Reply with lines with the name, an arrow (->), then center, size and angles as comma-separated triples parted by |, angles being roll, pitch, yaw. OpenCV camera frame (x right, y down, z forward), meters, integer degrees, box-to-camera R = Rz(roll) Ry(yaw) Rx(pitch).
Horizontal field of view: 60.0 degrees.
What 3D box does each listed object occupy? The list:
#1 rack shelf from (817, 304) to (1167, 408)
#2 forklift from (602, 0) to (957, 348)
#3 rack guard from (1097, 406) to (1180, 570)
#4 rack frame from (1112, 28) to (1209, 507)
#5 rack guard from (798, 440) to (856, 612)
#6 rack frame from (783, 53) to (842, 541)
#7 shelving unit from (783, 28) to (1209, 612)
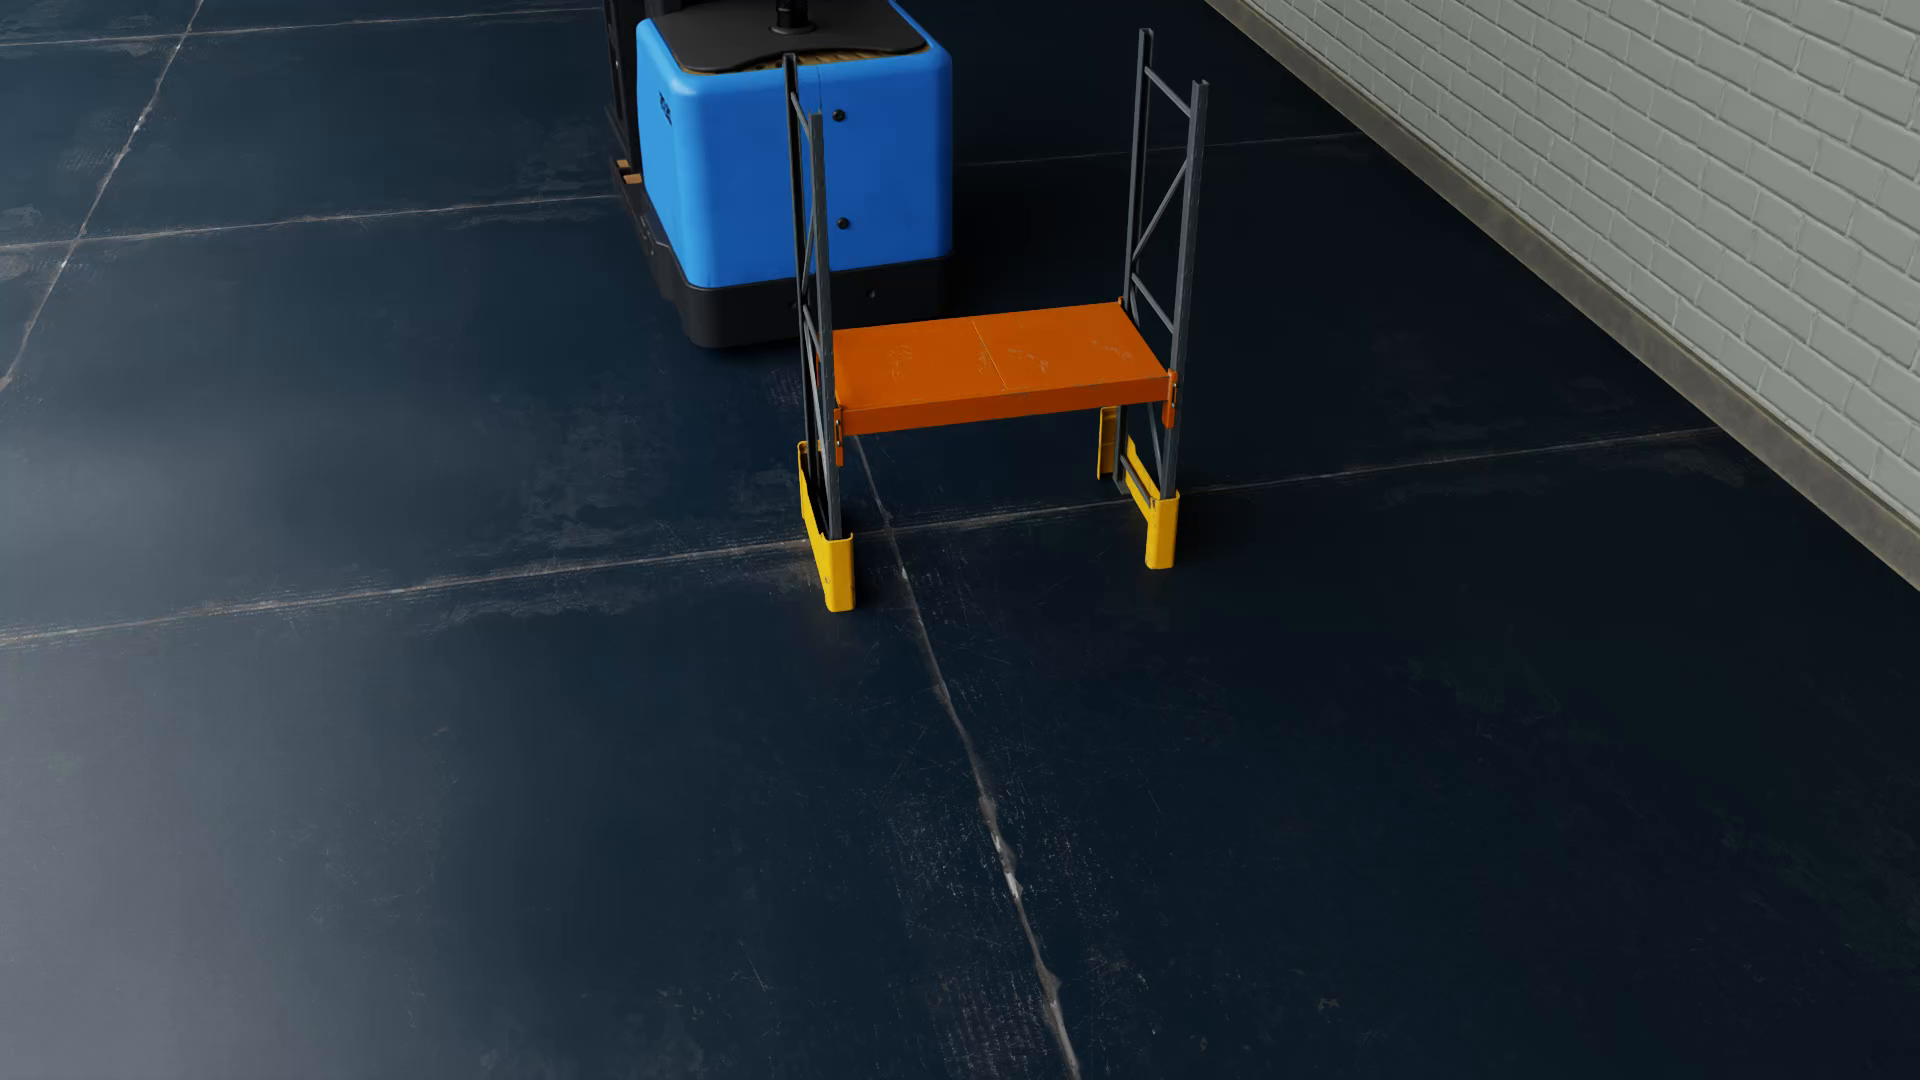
rack shelf -> 0.083, -0.539, 4.911 | 0.952, 0.026, 0.459 | -7, 35, -11
forklift -> -16.003, -2.880, 6.912 | 29.544, 2.935, 12.953 | -10, 35, -15
rack guard -> 0.560, -0.174, 5.286 | 0.087, 0.250, 0.587 | -7, 35, -11
rack frame -> 0.579, -0.696, 4.941 | 0.032, 1.500, 0.500 | -7, 35, -11
rack guard -> -0.411, -0.052, 5.103 | 0.087, 0.250, 0.587 | -7, 35, -11
rack frame -> -0.413, -0.571, 4.755 | 0.032, 1.500, 0.500 | -7, 35, -11
shelving unit -> 0.074, -0.632, 4.846 | 1.083, 1.500, 0.587 | -7, 35, -11
